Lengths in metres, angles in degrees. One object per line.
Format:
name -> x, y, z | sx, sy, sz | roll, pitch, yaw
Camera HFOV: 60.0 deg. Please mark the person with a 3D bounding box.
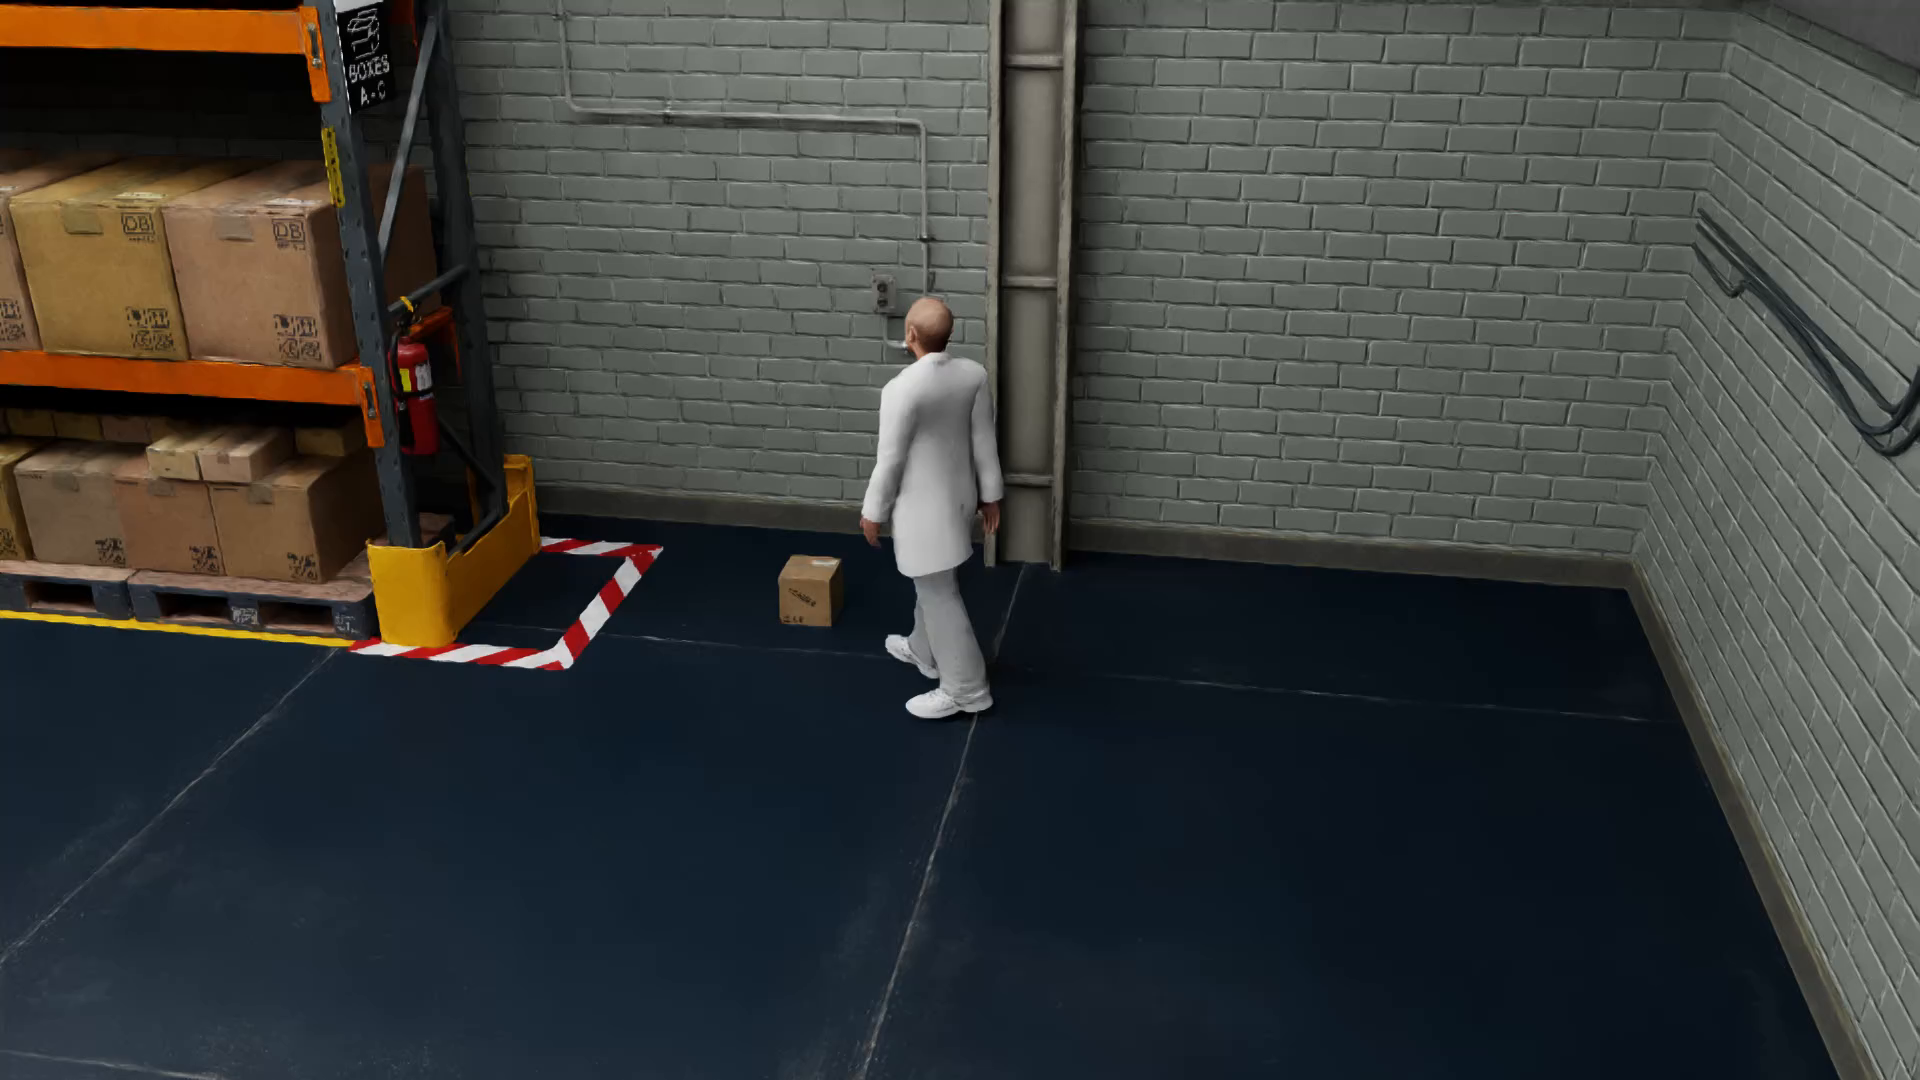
person -> -0.158, -0.150, 6.933 | 0.725, 1.770, 0.586 | 18, 30, 33
